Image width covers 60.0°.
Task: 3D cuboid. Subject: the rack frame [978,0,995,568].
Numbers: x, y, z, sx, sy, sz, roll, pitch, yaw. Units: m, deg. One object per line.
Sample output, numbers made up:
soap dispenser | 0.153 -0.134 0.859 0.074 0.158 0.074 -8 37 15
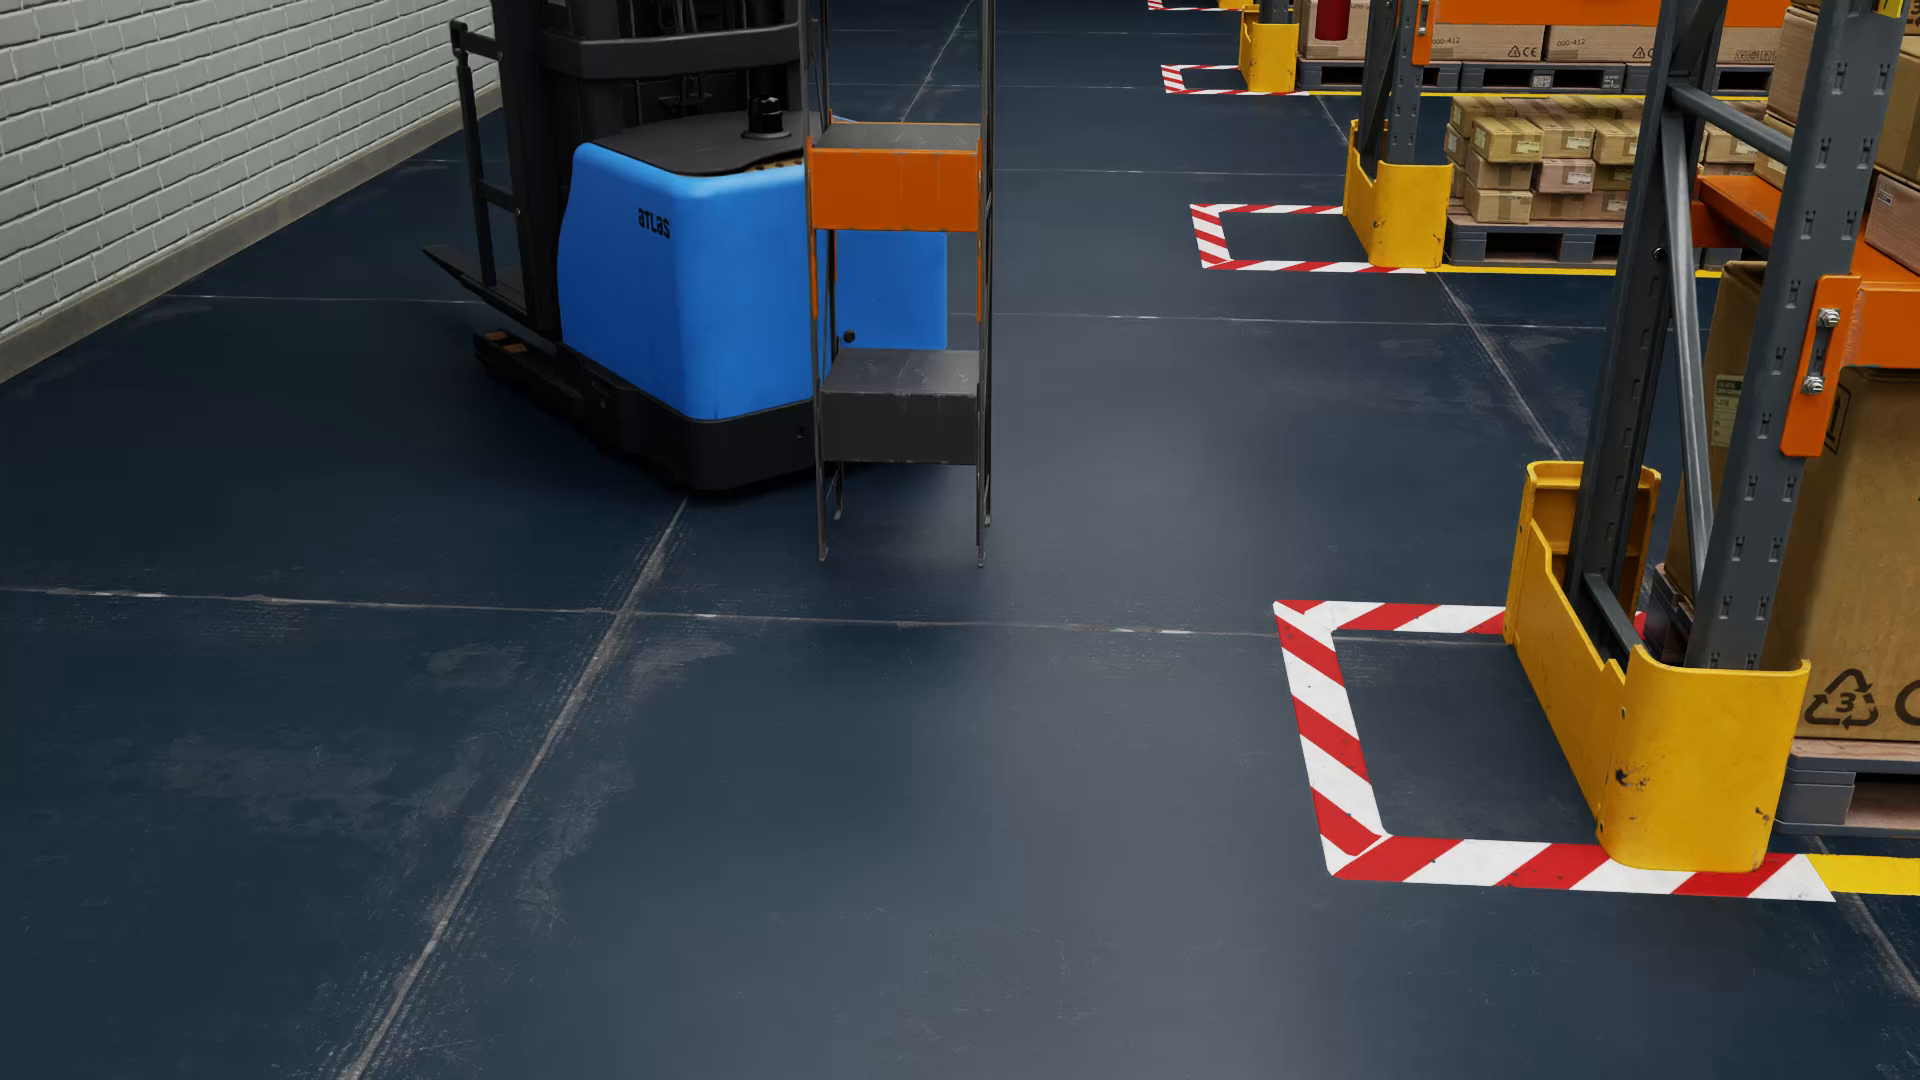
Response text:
rack frame | 0.078 -0.951 4.806 0.015 2.100 0.400 2 25 4

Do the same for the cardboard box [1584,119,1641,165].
cardboard box | 3.183 -1.927 8.046 0.250 0.149 0.380 2 25 4

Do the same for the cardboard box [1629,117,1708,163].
cardboard box | 3.436 -1.953 8.103 0.250 0.149 0.380 1 25 1

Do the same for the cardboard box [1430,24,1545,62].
cardboard box | 4.018 -4.027 12.977 0.875 0.438 0.875 2 25 5

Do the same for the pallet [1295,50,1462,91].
pallet | 3.242 -3.746 13.139 1.213 0.211 1.003 2 25 4

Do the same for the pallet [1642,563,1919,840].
pallet | 2.483 0.384 4.162 1.213 0.211 1.003 2 25 4

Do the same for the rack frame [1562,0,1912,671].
rack frame | 1.680 -0.875 3.564 0.127 3.000 1.000 2 25 4

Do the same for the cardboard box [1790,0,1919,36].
cardboard box | 2.186 -1.377 3.581 0.500 0.500 0.500 2 25 5

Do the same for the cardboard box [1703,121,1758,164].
cardboard box | 3.712 -1.941 8.076 0.250 0.149 0.380 3 25 6

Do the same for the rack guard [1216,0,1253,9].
rack guard | 2.891 -5.937 17.554 0.348 0.500 1.175 2 25 4

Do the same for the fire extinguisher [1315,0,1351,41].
fire extinguisher | 1.945 -2.935 8.579 0.183 0.674 0.296 2 25 4

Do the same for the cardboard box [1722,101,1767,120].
cardboard box | 4.002 -2.132 8.491 0.250 0.149 0.380 1 25 2

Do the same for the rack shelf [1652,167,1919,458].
rack shelf | 3.674 -0.485 3.575 4.000 0.370 1.077 2 25 4

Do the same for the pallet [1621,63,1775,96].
pallet | 5.675 -3.668 12.969 1.213 0.211 1.003 2 25 4

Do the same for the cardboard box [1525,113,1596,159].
cardboard box | 2.941 -1.988 8.179 0.250 0.149 0.380 2 25 5

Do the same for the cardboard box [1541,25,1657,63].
cardboard box | 4.917 -3.998 12.913 0.875 0.438 0.875 1 25 2

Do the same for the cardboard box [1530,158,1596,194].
cardboard box | 2.932 -1.814 8.157 0.250 0.149 0.380 2 25 4

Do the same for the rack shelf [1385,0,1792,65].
rack shelf | 4.155 -2.549 8.061 4.000 0.370 1.077 2 25 4

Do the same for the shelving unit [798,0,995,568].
shelving unit | -0.165 -0.959 4.823 0.503 2.100 0.431 2 25 4

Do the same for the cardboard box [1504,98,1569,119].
cardboard box | 2.954 -2.162 8.557 0.250 0.149 0.380 2 25 5

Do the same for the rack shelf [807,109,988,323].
rack shelf | -0.165 -0.947 4.828 0.480 0.518 0.431 2 25 4

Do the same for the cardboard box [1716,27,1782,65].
cardboard box | 5.809 -3.969 12.851 0.875 0.438 0.875 1 25 3

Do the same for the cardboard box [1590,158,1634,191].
cardboard box | 3.183 -1.843 8.220 0.250 0.149 0.380 2 25 5

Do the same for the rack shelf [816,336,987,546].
rack shelf | -0.165 -0.311 5.121 0.480 0.518 0.431 2 25 4

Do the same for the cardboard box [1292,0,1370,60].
cardboard box | 3.105 -4.053 13.033 0.875 0.438 0.875 1 25 2

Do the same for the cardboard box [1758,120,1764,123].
cardboard box | 3.971 -1.913 8.016 0.250 0.149 0.380 2 25 5

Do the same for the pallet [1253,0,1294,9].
pallet | 3.686 -5.780 17.560 1.213 0.211 1.003 2 25 4

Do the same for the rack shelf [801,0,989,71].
rack shelf | -0.165 -1.583 4.536 0.480 0.518 0.431 2 25 4

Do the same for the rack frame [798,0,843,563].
rack frame | -0.408 -0.967 4.840 0.015 2.100 0.400 2 25 4

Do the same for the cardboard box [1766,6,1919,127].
cardboard box | 2.184 -1.038 3.740 0.500 0.250 0.500 1 25 3

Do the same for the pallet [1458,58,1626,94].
pallet | 4.455 -3.706 13.051 1.213 0.211 1.003 2 25 4

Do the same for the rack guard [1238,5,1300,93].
rack guard | 2.415 -3.871 13.065 0.348 0.500 1.175 2 25 4

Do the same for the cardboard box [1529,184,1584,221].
cardboard box | 2.926 -1.711 8.288 0.250 0.149 0.380 2 25 4

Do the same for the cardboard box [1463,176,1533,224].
cardboard box | 2.659 -1.685 8.232 0.250 0.149 0.380 2 25 5

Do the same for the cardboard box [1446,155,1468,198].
cardboard box | 2.702 -1.905 8.710 0.250 0.149 0.380 2 25 5

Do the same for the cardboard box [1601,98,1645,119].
cardboard box | 3.475 -2.172 8.578 0.250 0.149 0.380 1 25 2

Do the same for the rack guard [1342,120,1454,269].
rack guard | 2.236 -1.801 8.567 0.348 0.500 1.175 2 25 4

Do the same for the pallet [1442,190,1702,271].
pallet | 3.044 -1.630 8.539 1.213 0.211 1.003 2 25 4

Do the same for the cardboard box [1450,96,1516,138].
cardboard box | 2.708 -2.194 8.626 0.250 0.149 0.380 2 25 5

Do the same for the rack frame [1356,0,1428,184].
rack frame | 2.161 -2.939 8.050 0.127 3.000 1.000 2 25 4

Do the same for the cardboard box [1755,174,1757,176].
cardboard box | 3.976 -1.830 8.190 0.250 0.149 0.380 3 25 7

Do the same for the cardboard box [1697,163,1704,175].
cardboard box | 3.431 -1.790 8.104 0.250 0.149 0.380 3 25 6

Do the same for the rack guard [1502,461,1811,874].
rack guard | 1.656 0.259 4.088 0.348 0.500 1.175 2 25 4

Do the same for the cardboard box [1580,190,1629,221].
cardboard box | 3.174 -1.706 8.276 0.250 0.149 0.380 2 25 5

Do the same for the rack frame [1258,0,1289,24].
rack frame | 2.439 -5.006 12.540 0.127 3.000 1.000 2 25 4

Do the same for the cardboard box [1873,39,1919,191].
cardboard box | 2.138 -0.815 3.255 0.500 0.250 0.500 1 25 3

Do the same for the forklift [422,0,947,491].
forklift | -1.306 -2.049 6.196 1.130 2.935 3.031 -17 30 -33

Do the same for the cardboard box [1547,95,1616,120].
cardboard box | 3.222 -2.207 8.654 0.250 0.149 0.380 1 25 3

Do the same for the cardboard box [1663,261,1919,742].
cardboard box | 2.325 -0.114 3.949 0.875 0.875 0.875 2 25 4

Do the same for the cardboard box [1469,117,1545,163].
cardboard box | 2.657 -1.947 8.089 0.250 0.149 0.380 1 25 2

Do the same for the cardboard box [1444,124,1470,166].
cardboard box | 2.709 -2.072 8.718 0.250 0.149 0.380 1 25 3

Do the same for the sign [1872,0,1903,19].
sign | 1.632 -1.074 2.864 0.005 0.325 0.100 2 25 4

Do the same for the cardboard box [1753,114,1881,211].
cardboard box | 2.061 -0.887 3.890 0.250 0.149 0.380 2 25 5

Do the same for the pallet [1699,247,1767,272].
pallet | 4.257 -1.589 8.452 1.213 0.211 1.003 2 25 4

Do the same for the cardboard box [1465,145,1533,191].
cardboard box | 2.663 -1.847 8.227 0.250 0.149 0.380 3 25 6

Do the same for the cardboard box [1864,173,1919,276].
cardboard box | 2.009 -0.612 3.293 0.250 0.149 0.380 2 25 5

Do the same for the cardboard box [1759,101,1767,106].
cardboard box | 4.265 -2.135 8.499 0.250 0.149 0.380 2 25 4
